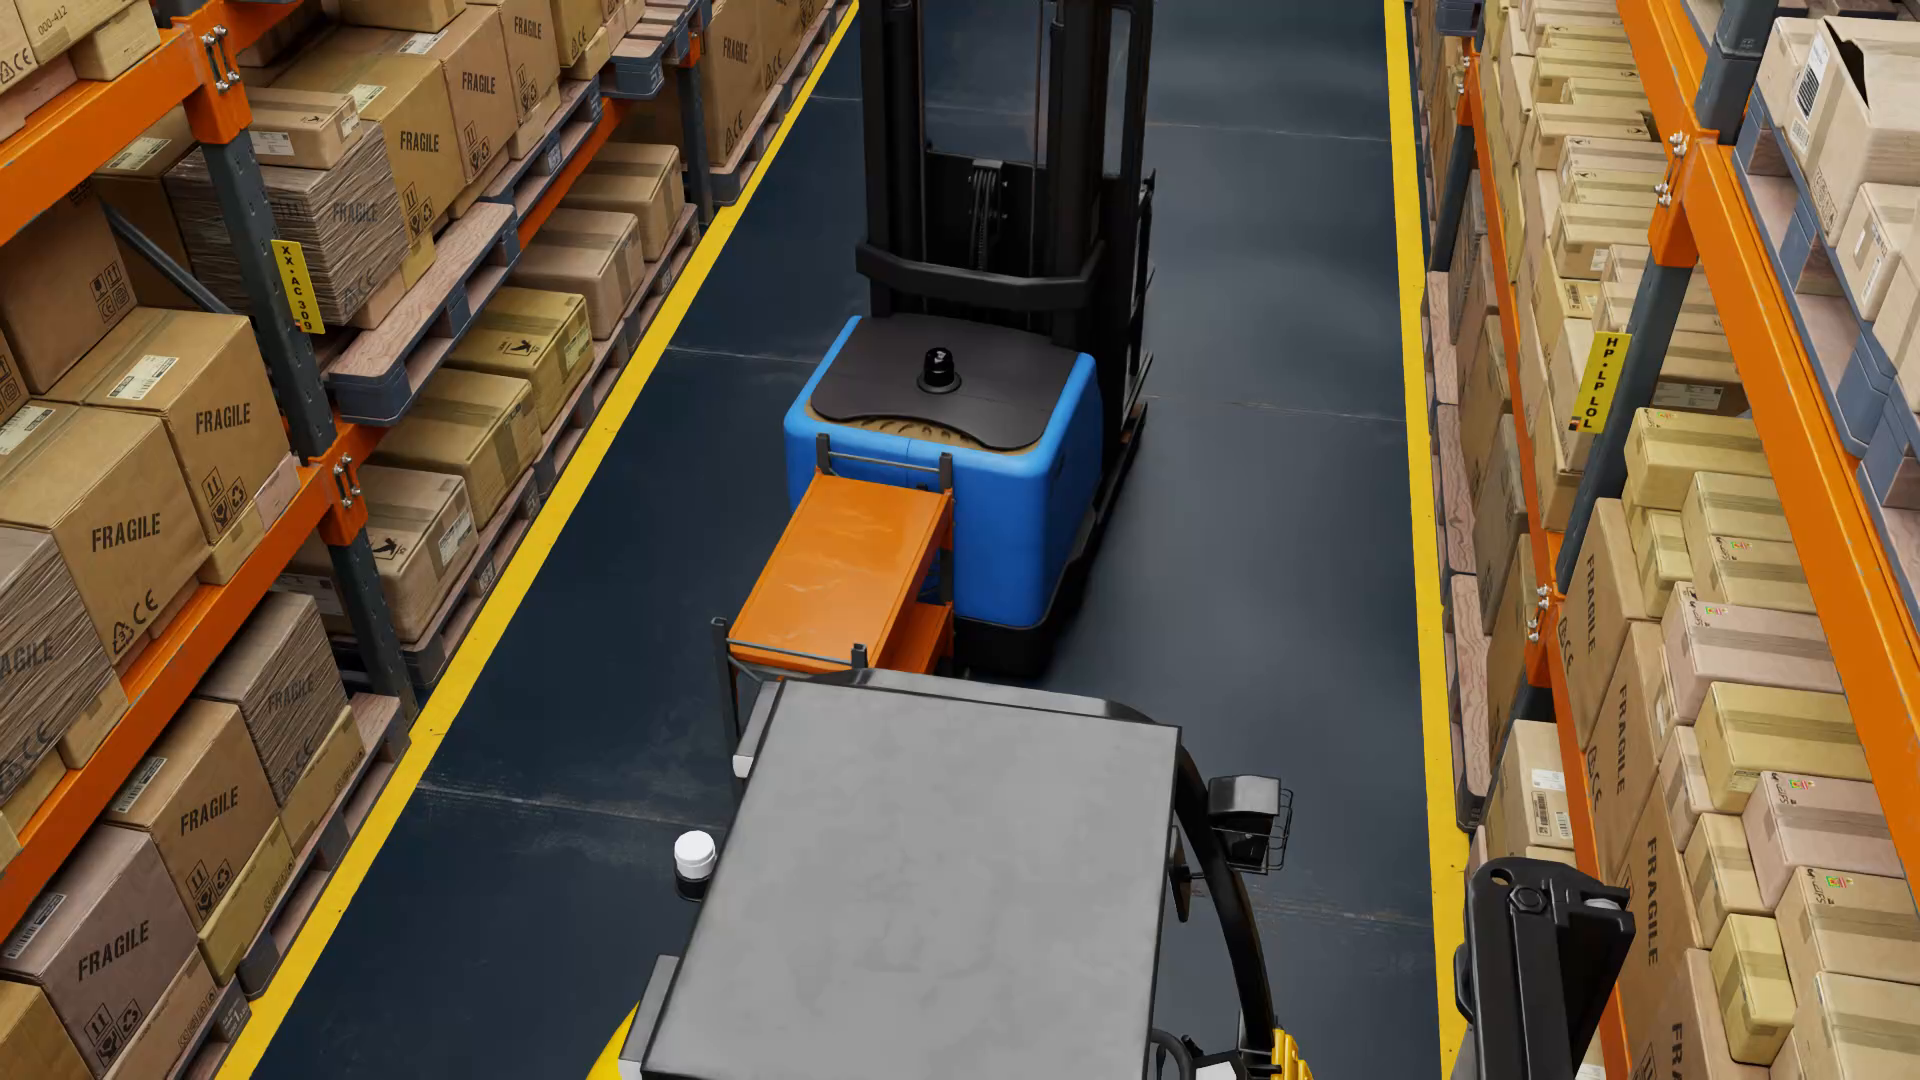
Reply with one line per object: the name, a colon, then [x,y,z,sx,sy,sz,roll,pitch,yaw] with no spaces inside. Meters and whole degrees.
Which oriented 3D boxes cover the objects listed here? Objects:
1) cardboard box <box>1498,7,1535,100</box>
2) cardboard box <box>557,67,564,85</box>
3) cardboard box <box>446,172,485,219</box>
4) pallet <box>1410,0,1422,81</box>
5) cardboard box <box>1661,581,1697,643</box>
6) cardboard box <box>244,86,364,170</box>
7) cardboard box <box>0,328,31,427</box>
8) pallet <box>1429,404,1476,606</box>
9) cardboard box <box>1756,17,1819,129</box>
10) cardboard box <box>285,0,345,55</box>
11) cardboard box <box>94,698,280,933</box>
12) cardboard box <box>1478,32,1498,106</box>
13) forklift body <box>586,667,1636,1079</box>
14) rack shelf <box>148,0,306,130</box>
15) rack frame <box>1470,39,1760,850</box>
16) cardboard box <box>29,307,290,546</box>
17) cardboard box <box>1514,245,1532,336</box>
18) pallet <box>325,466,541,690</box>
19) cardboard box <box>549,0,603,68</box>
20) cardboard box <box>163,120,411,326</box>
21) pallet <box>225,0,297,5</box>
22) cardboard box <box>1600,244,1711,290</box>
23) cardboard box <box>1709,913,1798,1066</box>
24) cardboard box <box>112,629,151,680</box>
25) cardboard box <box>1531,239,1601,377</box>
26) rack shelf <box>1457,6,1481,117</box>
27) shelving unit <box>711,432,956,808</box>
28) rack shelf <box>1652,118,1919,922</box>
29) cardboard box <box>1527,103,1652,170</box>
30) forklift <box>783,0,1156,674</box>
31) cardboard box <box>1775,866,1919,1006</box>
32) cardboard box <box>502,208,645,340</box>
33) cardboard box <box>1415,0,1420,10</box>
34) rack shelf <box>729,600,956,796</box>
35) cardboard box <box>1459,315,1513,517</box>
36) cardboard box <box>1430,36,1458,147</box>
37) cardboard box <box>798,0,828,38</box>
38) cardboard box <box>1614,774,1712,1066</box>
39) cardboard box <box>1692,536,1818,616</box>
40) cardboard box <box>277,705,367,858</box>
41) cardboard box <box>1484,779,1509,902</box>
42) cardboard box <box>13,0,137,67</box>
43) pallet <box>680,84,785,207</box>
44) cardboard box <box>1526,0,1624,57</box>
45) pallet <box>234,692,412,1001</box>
cardboard box: [2.583,-2.040,7.089,0.500,0.250,0.500,8,40,9]
cardboard box: [-1.954,-2.034,7.224,0.380,0.149,0.250,7,40,8]
cardboard box: [-2.076,-1.381,6.434,0.380,0.149,0.250,7,40,8]
pallet: [3.577,-3.392,11.187,1.003,0.211,1.213,6,40,8]
cardboard box: [1.921,0.252,4.004,0.380,0.149,0.250,6,40,8]
cardboard box: [-2.164,-1.326,5.350,0.380,0.149,0.250,6,40,7]
cardboard box: [-2.993,-0.473,4.372,0.700,0.500,0.500,7,40,8]
pallet: [2.594,-0.120,7.230,1.003,0.211,1.213,6,40,8]
cardboard box: [1.919,-0.972,3.506,0.380,0.149,0.250,7,40,9]
cardboard box: [-2.560,-1.770,6.395,0.500,0.500,0.500,8,40,9]
cardboard box: [-2.518,0.824,5.139,0.500,0.500,0.500,7,40,8]
cardboard box: [2.670,-2.161,7.628,0.500,0.250,0.500,7,40,8]
forklift body: [0.135,1.486,3.765,2.313,2.155,1.214,6,40,8]
rack shelf: [-2.248,-2.639,6.299,1.077,0.370,4.000,6,40,8]
rack frame: [2.296,0.040,4.848,1.000,3.000,0.127,6,40,8]
cardboard box: [-2.426,-0.352,5.010,0.500,0.500,0.500,5,40,7]
cardboard box: [2.323,-0.872,6.068,0.500,0.250,0.500,7,40,8]
pallet: [-2.461,0.081,6.987,1.003,0.211,1.213,6,40,8]
cardboard box: [-1.871,-2.372,7.124,0.500,0.500,0.500,4,40,5]
cardboard box: [-2.230,-1.083,5.564,0.500,0.500,0.500,7,40,9]
pallet: [-2.382,-1.965,5.065,1.213,0.211,1.003,6,40,8]
cardboard box: [2.257,-0.799,5.275,0.380,0.149,0.250,6,40,8]
cardboard box: [1.694,0.890,3.231,0.380,0.149,0.250,6,40,7]
cardboard box: [-2.564,0.294,4.738,0.380,0.149,0.250,6,40,7]
cardboard box: [2.211,-0.755,5.535,0.500,0.250,0.500,5,40,7]
rack shelf: [3.334,-3.449,9.632,1.077,0.370,4.000,6,40,8]
shelving unit: [-0.401,0.410,5.871,0.538,1.125,1.048,10,41,11]
rack shelf: [1.950,0.416,2.603,1.077,0.370,4.000,6,40,8]
cardboard box: [2.298,-1.468,6.084,0.380,0.149,0.250,5,40,6]
forklift: [0.248,-1.551,6.826,1.130,2.935,3.031,11,41,13]
cardboard box: [1.778,0.780,3.132,0.380,0.149,0.250,7,40,8]
cardboard box: [-2.129,-1.347,8.258,0.950,0.372,0.625,6,40,7]
cardboard box: [3.375,-3.901,11.246,0.500,0.500,0.500,8,40,10]
rack shelf: [-0.401,0.599,6.027,0.538,0.278,1.000,10,41,11]
cardboard box: [2.645,-0.494,7.027,0.875,0.625,0.625,5,40,6]
cardboard box: [3.034,-2.600,9.673,0.500,0.500,0.500,8,40,10]
cardboard box: [-1.387,-3.903,10.955,0.875,0.875,0.875,7,40,9]
cardboard box: [1.801,0.898,3.732,0.500,0.500,0.500,6,40,7]
cardboard box: [1.957,0.139,3.907,0.380,0.149,0.250,6,40,7]
cardboard box: [-2.431,0.793,5.765,0.500,0.250,0.500,8,40,10]
cardboard box: [1.908,1.014,5.105,0.500,0.250,0.500,6,40,7]
cardboard box: [-2.405,-1.410,4.132,0.500,0.250,0.500,6,40,7]
pallet: [-1.691,-2.427,10.020,1.003,0.211,1.213,6,40,8]
cardboard box: [2.546,-2.094,6.842,0.380,0.149,0.250,7,40,8]
pallet: [-2.675,0.995,5.881,1.003,0.211,1.213,6,40,8]
